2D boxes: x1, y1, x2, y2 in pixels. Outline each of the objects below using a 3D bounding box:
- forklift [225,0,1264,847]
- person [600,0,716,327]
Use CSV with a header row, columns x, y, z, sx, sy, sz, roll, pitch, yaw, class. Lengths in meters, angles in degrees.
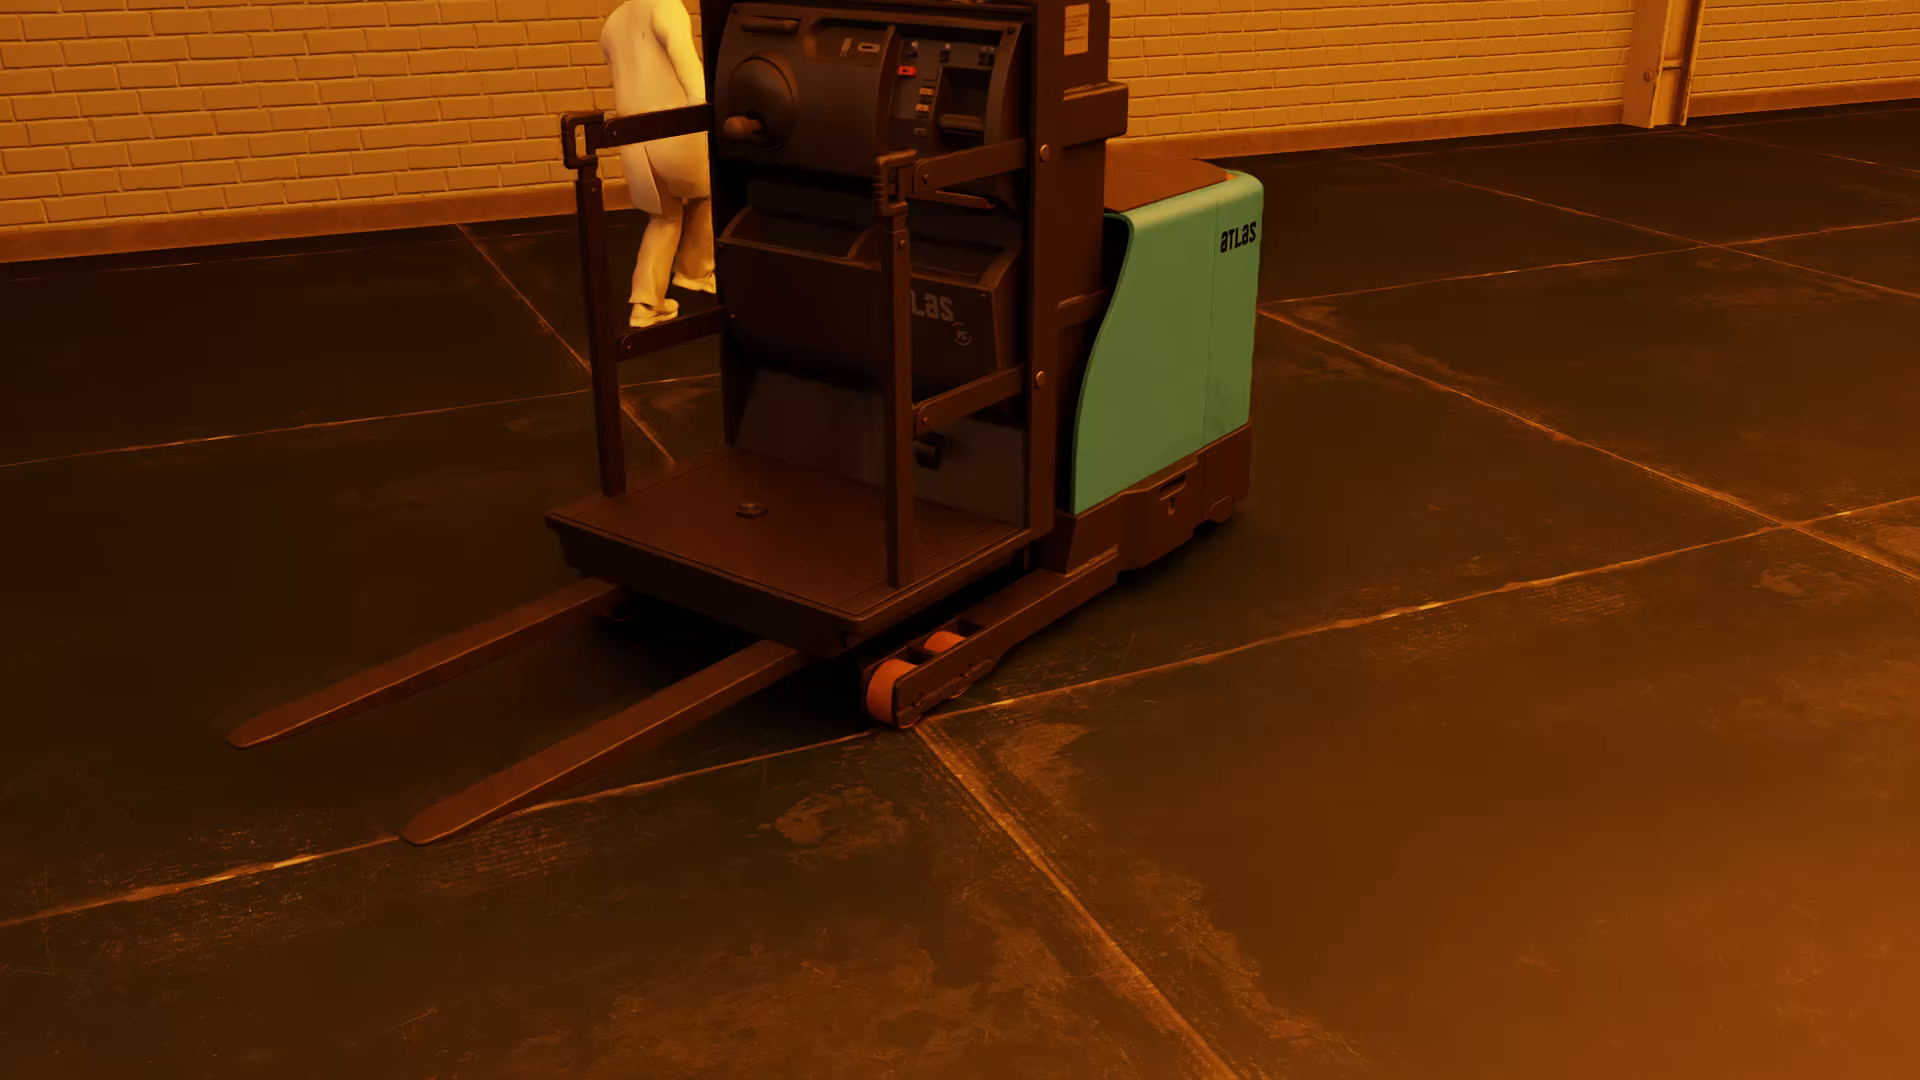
x,y,z,sx,sy,sz,roll,pitch,yaw,class
-0.375,-1.111,3.961,1.130,2.935,3.031,16,28,34,forklift
-1.166,-1.771,7.253,0.808,1.617,0.831,11,25,24,person
